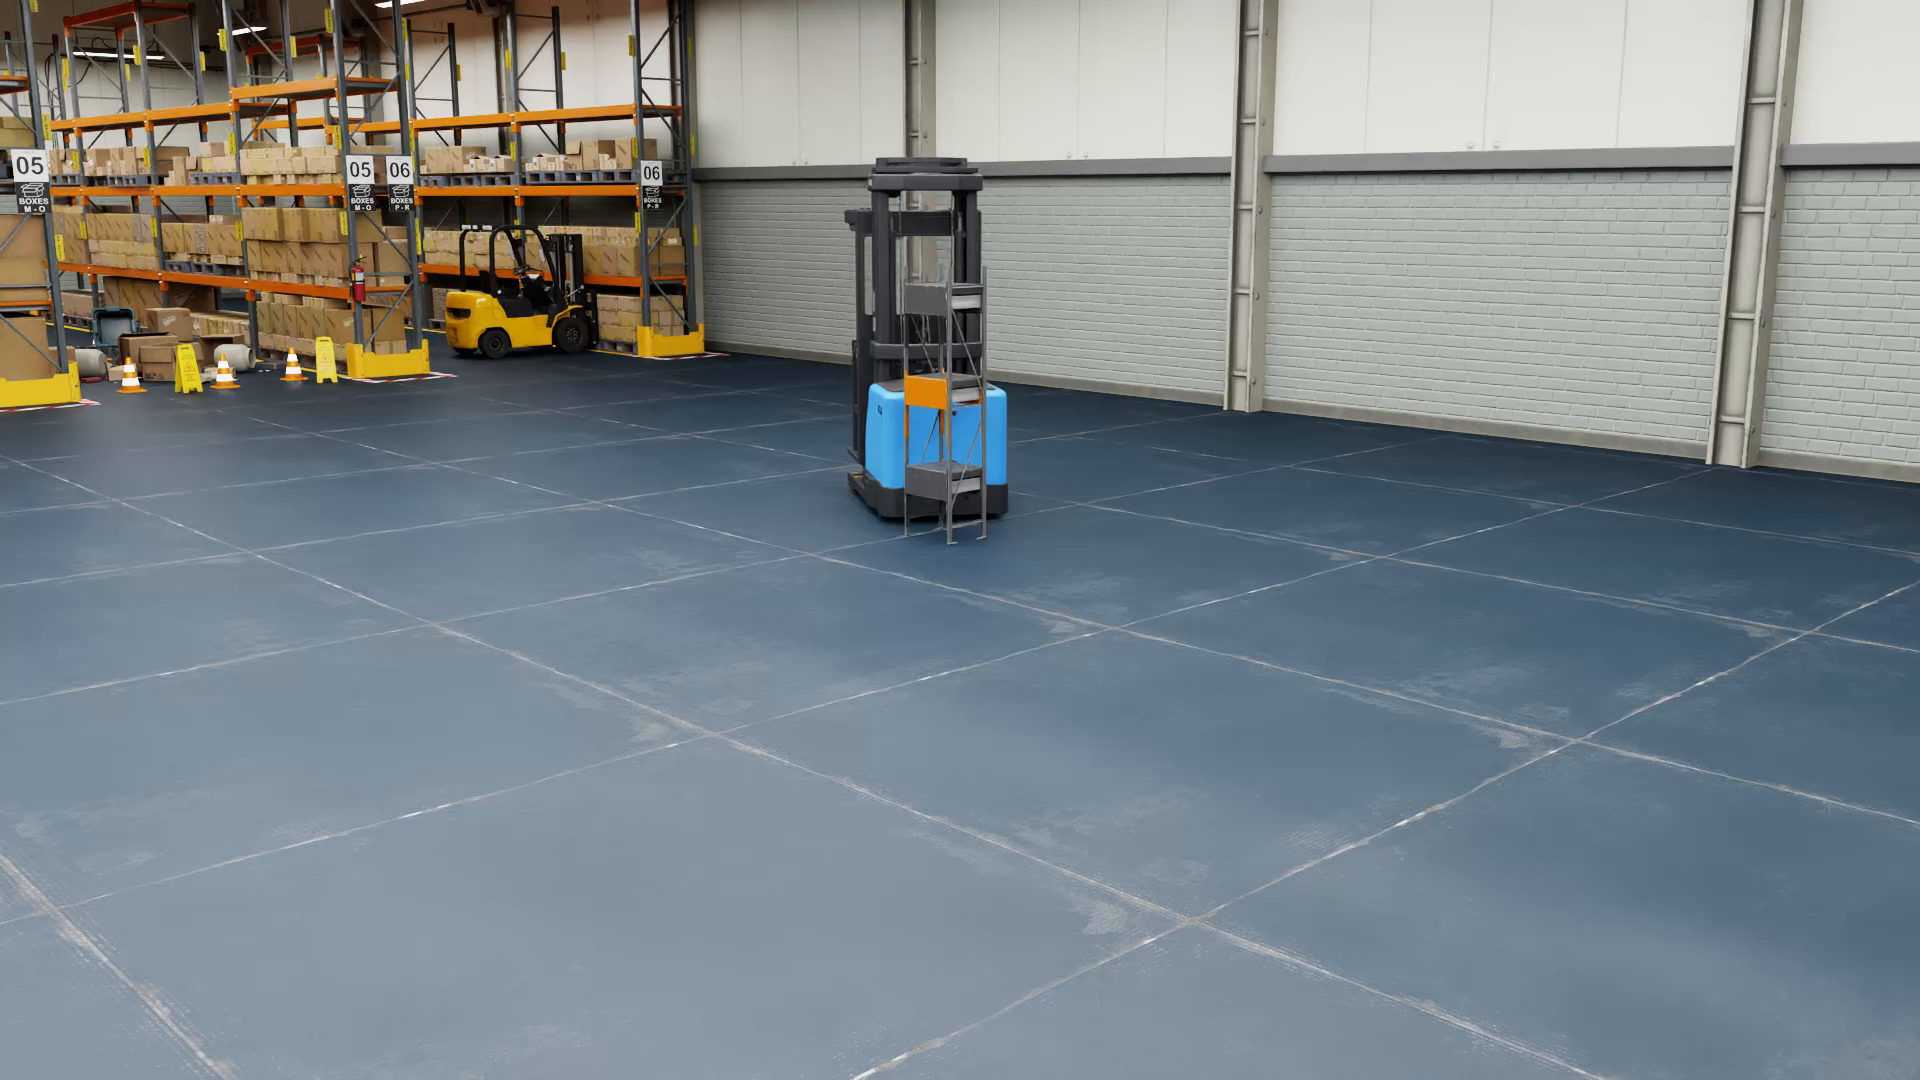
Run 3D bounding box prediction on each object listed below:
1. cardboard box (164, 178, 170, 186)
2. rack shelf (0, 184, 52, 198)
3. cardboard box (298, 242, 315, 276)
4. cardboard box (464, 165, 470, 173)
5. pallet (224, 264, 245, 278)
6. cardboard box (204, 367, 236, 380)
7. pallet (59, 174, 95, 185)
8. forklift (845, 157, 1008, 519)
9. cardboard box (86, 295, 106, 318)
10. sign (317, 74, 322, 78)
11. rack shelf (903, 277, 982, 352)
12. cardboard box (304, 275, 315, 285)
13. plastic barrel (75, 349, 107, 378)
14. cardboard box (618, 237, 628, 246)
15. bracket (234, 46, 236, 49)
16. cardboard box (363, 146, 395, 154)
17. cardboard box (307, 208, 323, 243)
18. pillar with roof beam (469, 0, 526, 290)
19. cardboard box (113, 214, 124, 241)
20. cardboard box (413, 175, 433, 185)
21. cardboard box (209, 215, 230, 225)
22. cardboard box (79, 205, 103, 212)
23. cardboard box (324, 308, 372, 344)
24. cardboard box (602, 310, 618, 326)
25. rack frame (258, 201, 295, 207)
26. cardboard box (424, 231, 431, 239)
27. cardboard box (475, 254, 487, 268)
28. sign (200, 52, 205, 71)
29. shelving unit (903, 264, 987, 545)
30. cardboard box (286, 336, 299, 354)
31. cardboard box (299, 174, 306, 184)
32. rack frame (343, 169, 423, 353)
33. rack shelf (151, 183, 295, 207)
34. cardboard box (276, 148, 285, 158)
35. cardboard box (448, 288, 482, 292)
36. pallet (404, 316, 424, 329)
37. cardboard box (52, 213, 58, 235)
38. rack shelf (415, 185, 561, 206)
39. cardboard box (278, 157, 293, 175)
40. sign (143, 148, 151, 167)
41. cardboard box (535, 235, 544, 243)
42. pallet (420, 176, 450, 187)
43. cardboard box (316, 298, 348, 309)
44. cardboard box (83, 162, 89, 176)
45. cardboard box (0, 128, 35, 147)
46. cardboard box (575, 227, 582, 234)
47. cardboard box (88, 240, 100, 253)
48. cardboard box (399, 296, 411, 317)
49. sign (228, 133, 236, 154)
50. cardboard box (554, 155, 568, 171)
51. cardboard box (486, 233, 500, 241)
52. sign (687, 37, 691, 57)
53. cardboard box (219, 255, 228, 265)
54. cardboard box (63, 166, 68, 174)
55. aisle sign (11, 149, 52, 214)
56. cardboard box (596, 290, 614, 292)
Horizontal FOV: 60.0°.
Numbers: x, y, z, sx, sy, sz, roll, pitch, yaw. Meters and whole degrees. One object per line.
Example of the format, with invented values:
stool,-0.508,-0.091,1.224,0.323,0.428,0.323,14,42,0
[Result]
cardboard box,-13.926,-6.375,29.611,0.380,0.149,0.250,-11,16,-43
rack shelf,-13.387,-4.635,22.326,1.077,0.370,4.000,-11,16,-43
cardboard box,-9.755,-4.314,25.432,0.500,0.500,0.500,-11,16,-43
cardboard box,-9.182,-7.039,31.543,0.380,0.149,0.250,-11,16,-43
pallet,-11.680,-4.553,28.052,1.003,0.211,1.213,-11,16,-43
cardboard box,-10.861,-2.445,24.409,0.380,0.149,0.250,-3,12,-13
pallet,-17.340,-7.229,33.353,1.003,0.211,1.213,-11,16,-43
forklift,-0.408,-1.863,14.689,1.130,2.935,3.031,-2,12,-12
cardboard box,-17.139,-4.740,33.793,0.875,0.438,0.875,-11,16,-43
sign,-13.600,-9.736,35.358,0.100,0.325,0.005,-11,16,-43
rack shelf,-0.114,-1.725,12.678,0.431,0.518,0.480,-11,16,-43
cardboard box,-9.842,-4.010,25.563,0.380,0.149,0.250,-11,16,-43
plastic barrel,-12.875,-2.597,24.467,0.512,0.421,0.421,-1,12,-4
cardboard box,-5.548,-5.035,28.061,0.380,0.149,0.250,-11,16,-42
bracket,-17.711,-12.190,40.858,0.235,0.232,0.430,-11,16,-43
cardboard box,-8.593,-5.748,24.591,0.380,0.149,0.250,-11,16,-43
cardboard box,-9.350,-4.735,24.996,0.700,0.500,0.500,-11,16,-42
pillar with roof beam,-11.994,-8.065,29.755,9.100,9.000,0.548,-11,16,-43
cardboard box,-15.609,-5.898,31.382,0.500,0.500,0.500,-11,16,-43
cardboard box,-10.963,-7.228,33.498,0.500,0.250,0.500,11,16,43
cardboard box,-12.432,-5.404,28.077,0.250,0.149,0.380,11,16,43
cardboard box,-17.329,-6.593,33.146,0.380,0.149,0.250,-10,16,-41
cardboard box,-9.237,-3.238,25.110,0.500,0.500,0.500,-11,16,-42
cardboard box,-5.809,-3.829,28.600,0.500,0.250,0.500,-11,16,-43
rack frame,-15.957,-6.959,39.253,1.000,3.000,0.127,-11,16,-43
cardboard box,-10.426,-6.070,33.086,0.380,0.149,0.250,-10,15,-41
cardboard box,-8.880,-5.320,31.673,0.500,0.250,0.500,-11,16,-42
sign,-13.635,-8.610,29.893,0.100,0.325,0.005,-11,16,-43
shelving unit,-0.114,-1.053,12.817,0.431,2.100,0.503,-11,16,-43
cardboard box,-10.301,-3.097,26.283,0.500,0.250,0.500,-11,16,-43
cardboard box,-9.808,-5.481,25.271,0.250,0.149,0.380,11,16,44
rack frame,-8.496,-3.931,24.559,1.000,3.000,0.127,-11,16,-43
rack shelf,-12.639,-5.924,28.579,1.077,0.370,4.000,-11,16,-43
cardboard box,-10.337,-5.978,25.705,0.380,0.149,0.250,-11,16,-43
cardboard box,-9.555,-4.646,32.875,0.875,0.625,0.625,-10,15,-41
pallet,-10.921,-4.539,34.422,1.003,0.211,1.213,-11,16,-43
cardboard box,-18.351,-6.474,34.176,0.500,0.500,0.500,-11,16,-42
rack shelf,-9.052,-6.616,31.939,1.077,0.370,4.000,-11,16,-43
cardboard box,-10.102,-5.732,25.499,0.500,0.250,0.500,-11,16,-42
sign,-14.427,-6.784,29.494,0.100,0.325,0.005,-11,16,-43
cardboard box,-7.461,-5.453,30.091,0.380,0.149,0.250,-10,16,-41
pallet,-9.899,-7.081,32.882,1.213,0.211,1.003,-10,15,-40
cardboard box,-9.539,-3.600,25.259,0.380,0.149,0.250,-10,15,-41
cardboard box,-16.690,-7.170,32.137,0.396,0.266,0.258,-11,16,-43
cardboard box,-12.153,-5.129,21.285,0.500,0.250,0.500,-11,16,-43
cardboard box,-6.533,-5.421,29.197,0.380,0.149,0.250,-11,16,-42
cardboard box,-16.683,-5.750,32.522,0.500,0.250,0.500,11,16,44
cardboard box,-11.218,-4.879,34.312,0.500,0.500,0.500,-11,16,-43
sign,-11.657,-6.352,26.620,0.100,0.325,0.005,-11,16,-43
cardboard box,-6.865,-6.606,29.154,0.258,0.266,0.396,11,16,44
cardboard box,-8.667,-5.691,31.245,0.250,0.149,0.380,11,16,43
sign,-4.502,-8.173,27.575,0.100,0.325,0.005,-11,16,-43
cardboard box,-12.186,-4.708,27.911,0.380,0.149,0.250,-11,16,-43
cardboard box,-17.638,-7.371,33.153,0.380,0.149,0.250,-10,16,-41
aisle sign,-11.740,-4.531,21.030,0.394,0.787,0.004,-11,16,-43
cardboard box,-6.490,-4.364,29.953,0.500,0.250,0.500,-11,16,-42
